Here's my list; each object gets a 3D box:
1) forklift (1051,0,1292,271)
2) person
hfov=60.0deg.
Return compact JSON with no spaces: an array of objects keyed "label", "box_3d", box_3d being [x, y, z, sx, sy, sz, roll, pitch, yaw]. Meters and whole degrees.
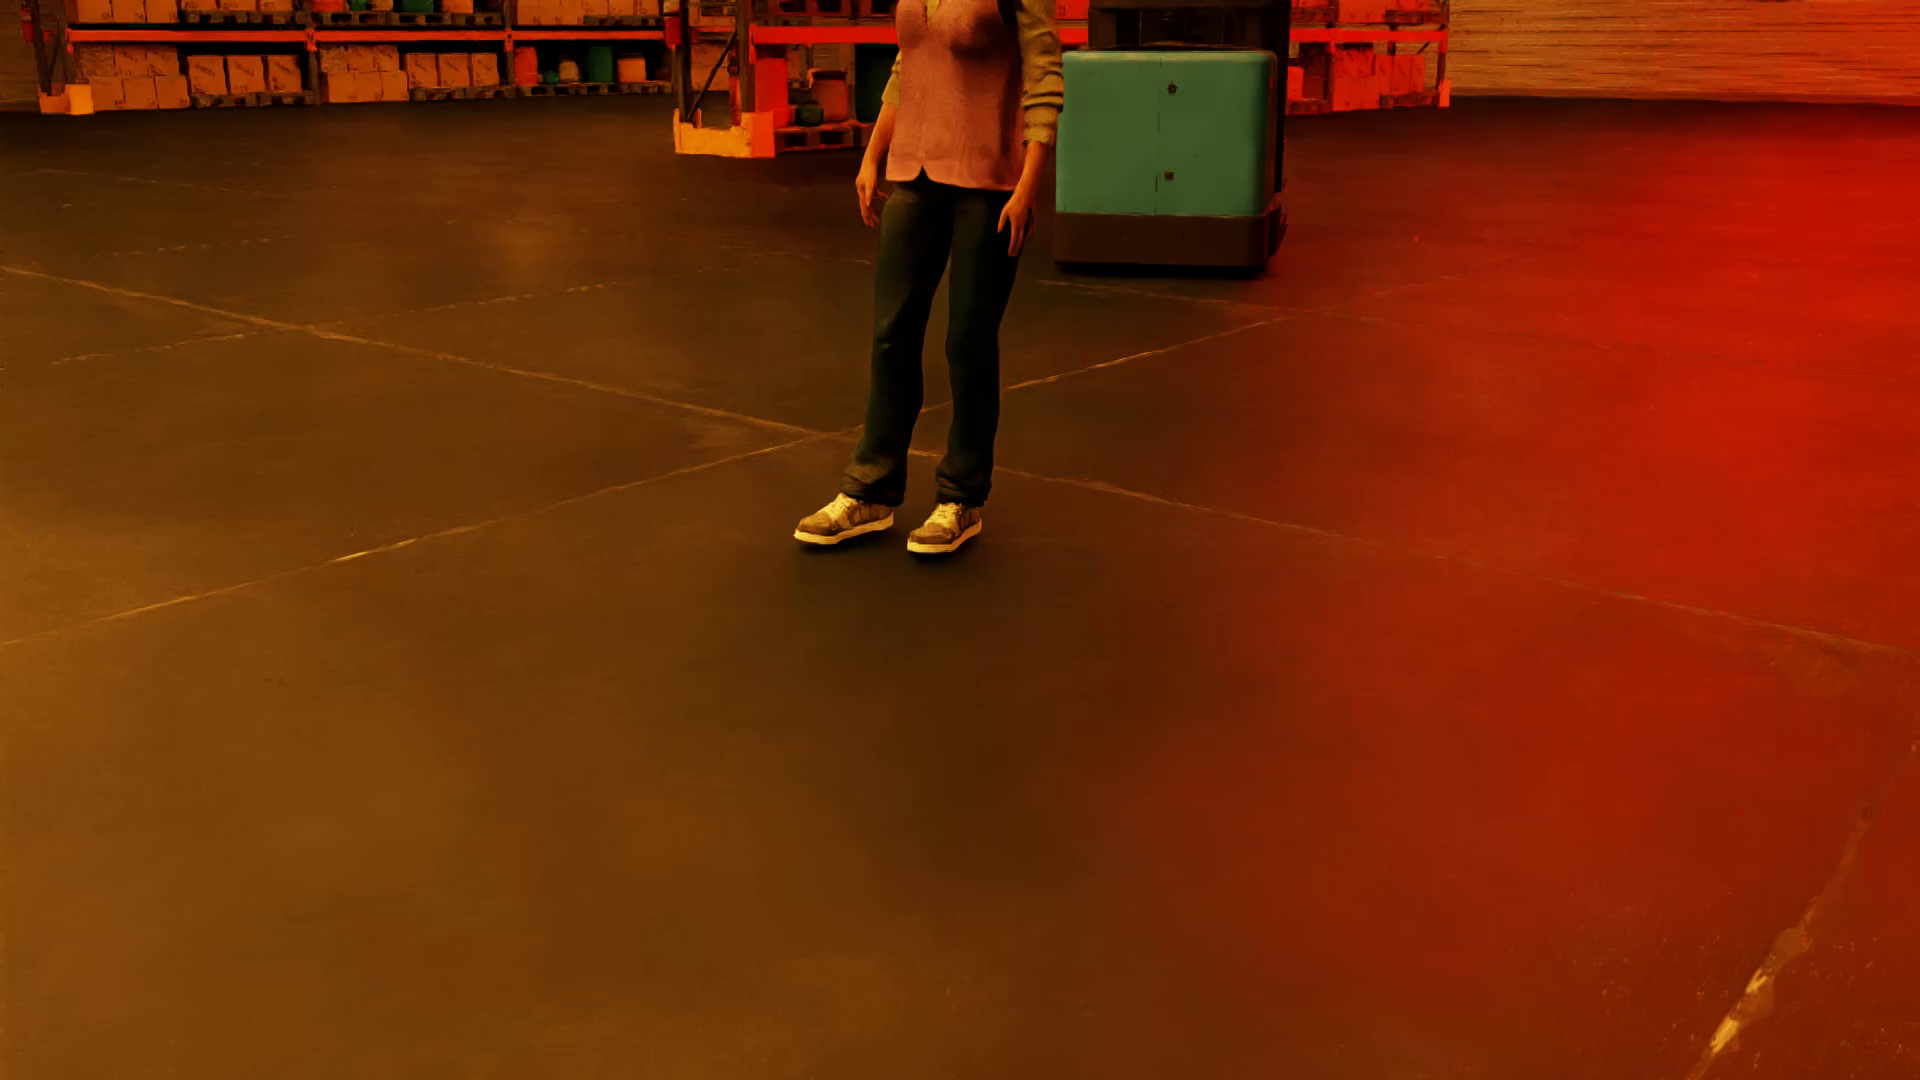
[{"label":"forklift","box_3d":[1.295,-3.116,9.159,1.130,2.935,3.031,4,17,13]},{"label":"person","box_3d":[-0.058,-0.757,3.661,0.520,1.597,0.474,13,21,37]}]
